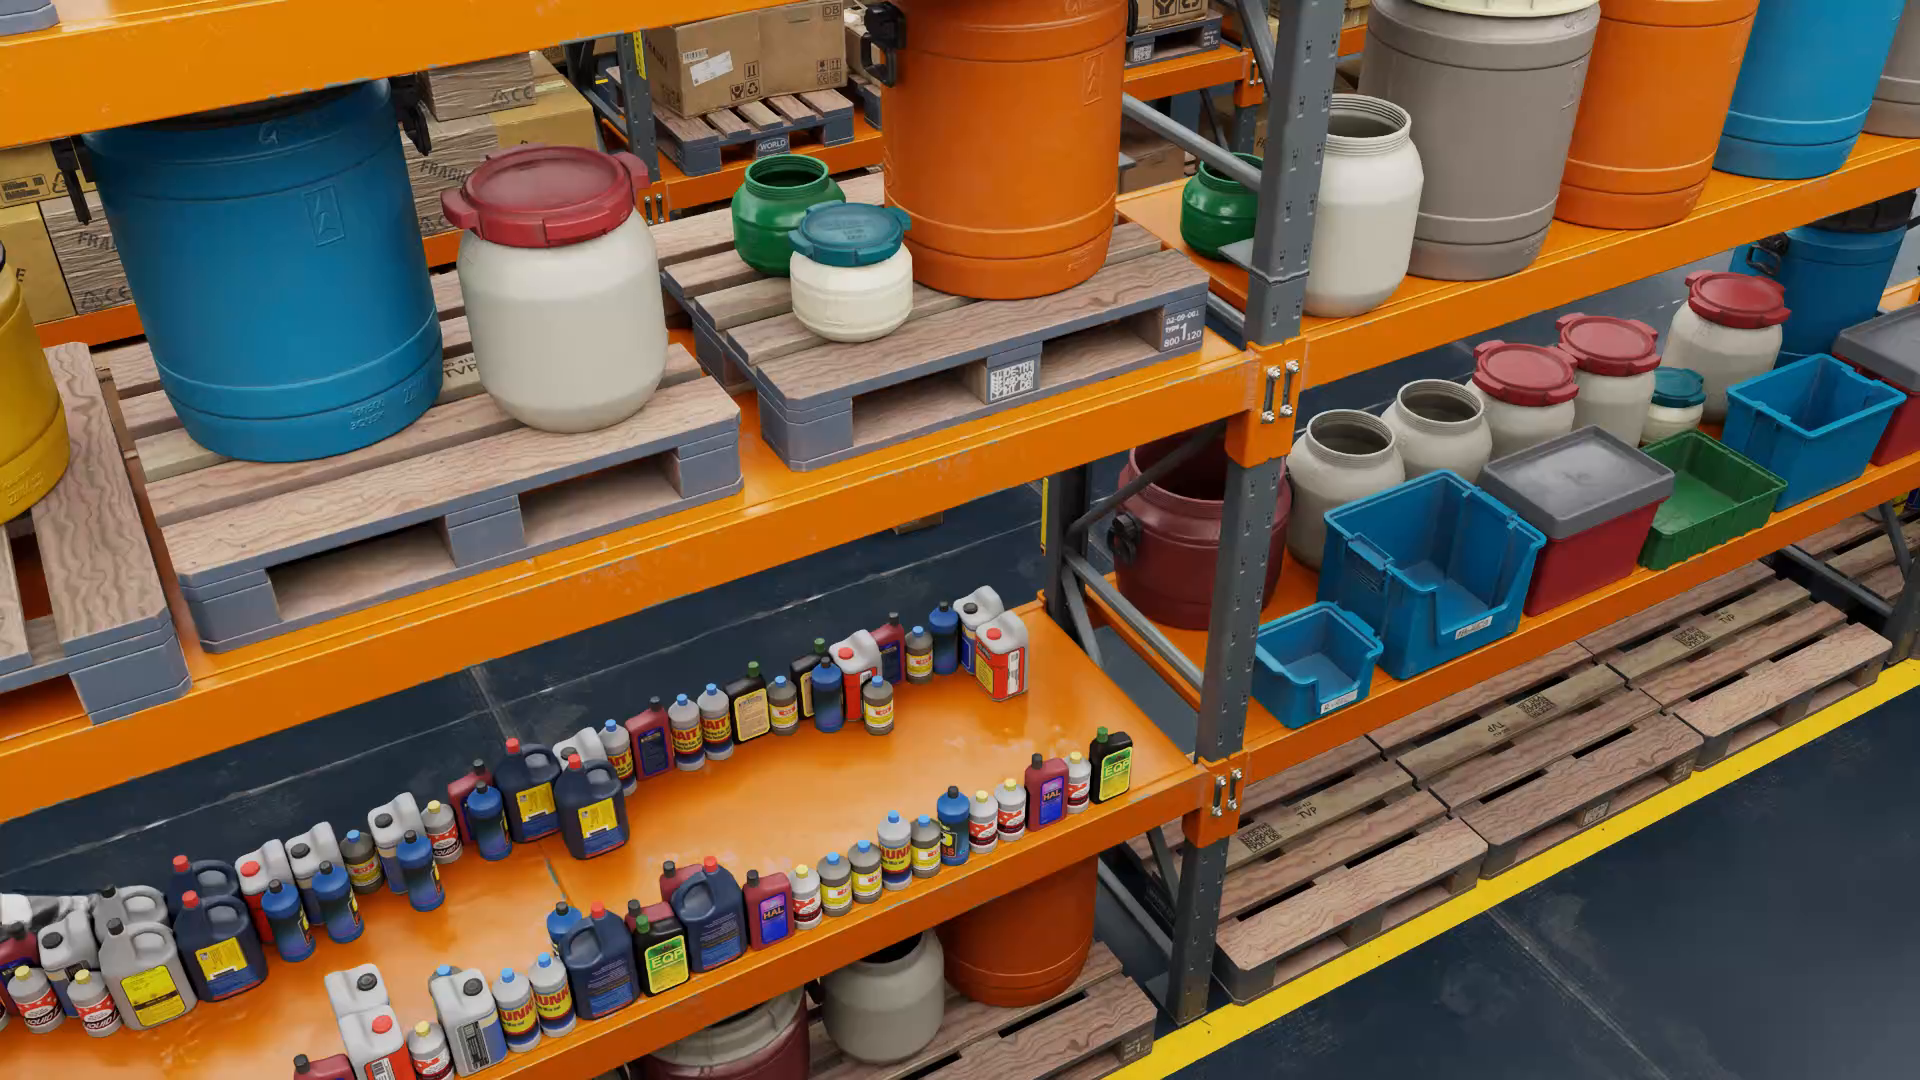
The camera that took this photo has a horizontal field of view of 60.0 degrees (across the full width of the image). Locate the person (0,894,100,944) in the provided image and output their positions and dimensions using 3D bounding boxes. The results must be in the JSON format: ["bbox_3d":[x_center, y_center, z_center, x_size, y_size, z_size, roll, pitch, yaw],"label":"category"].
[{"bbox_3d":[-3.451,0.903,5.656,0.634,1.777,0.531,-22,42,-27],"label":"person"}]
